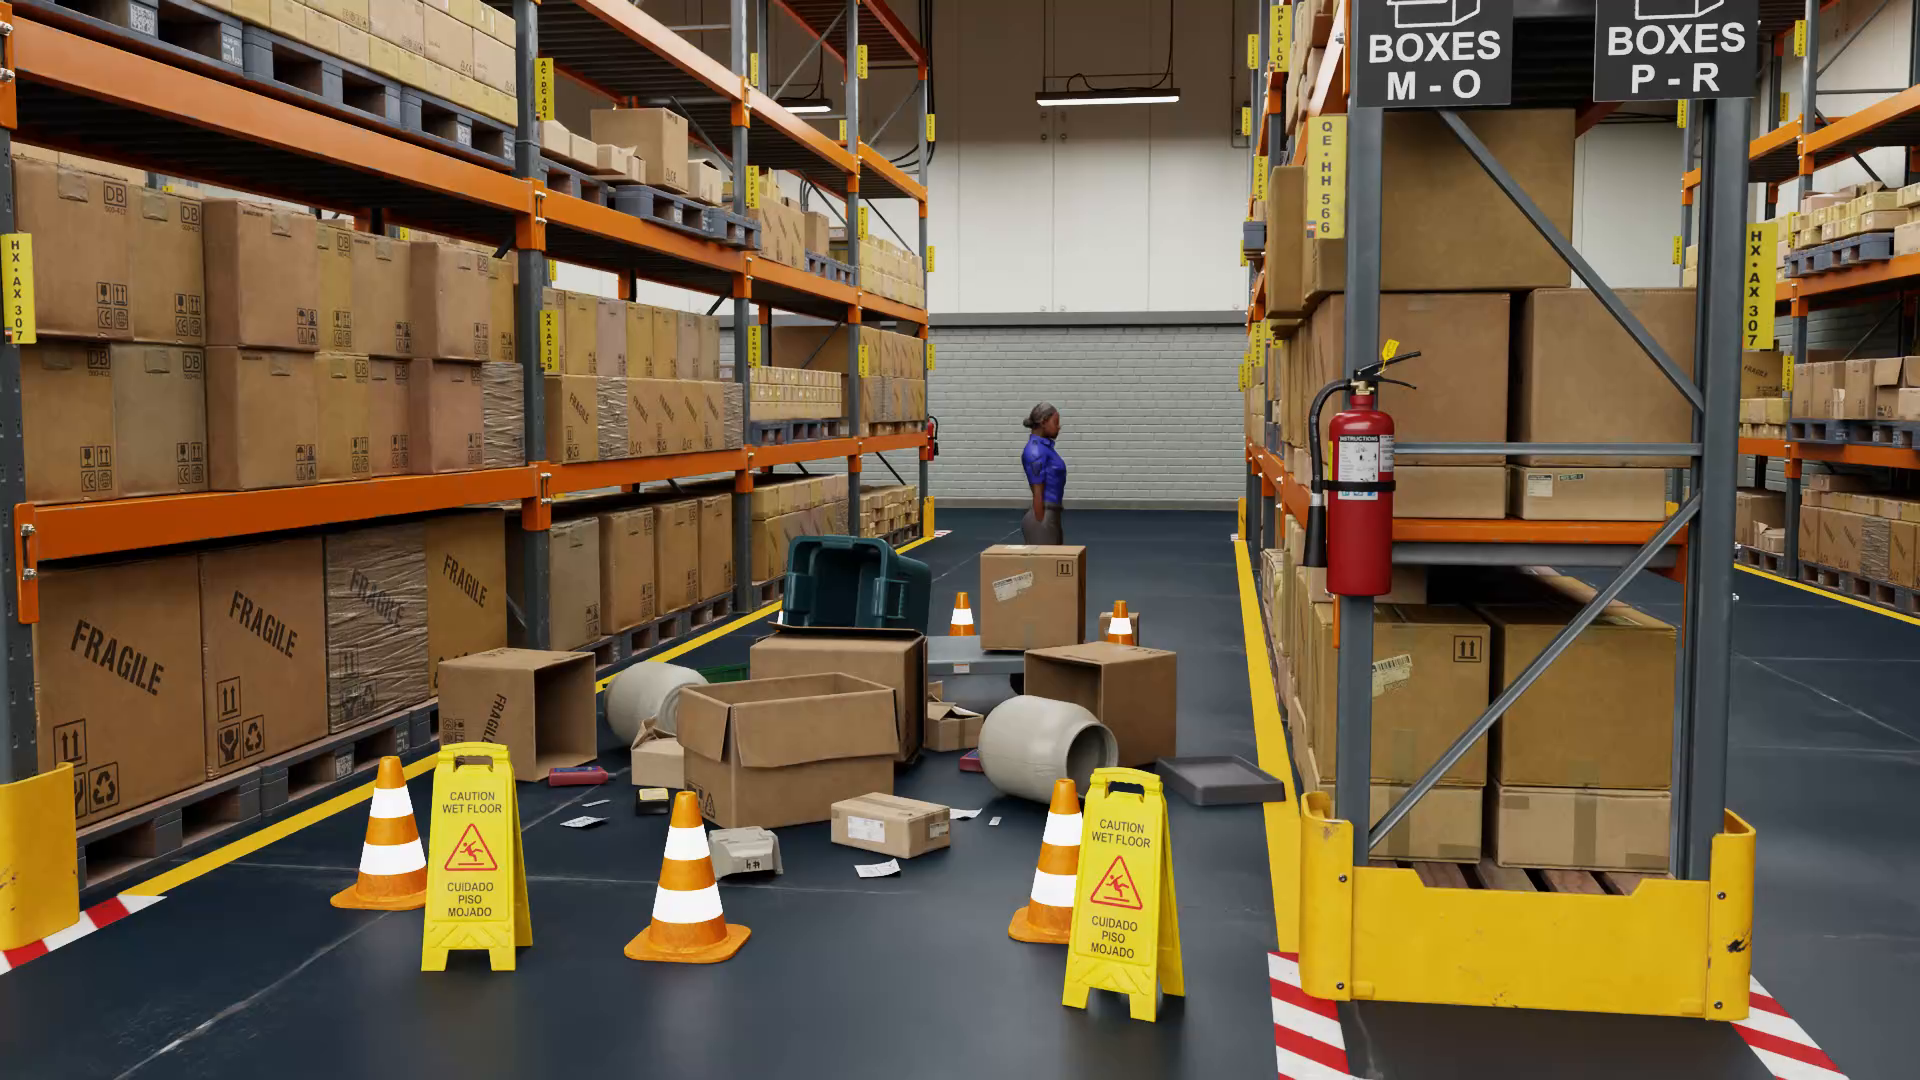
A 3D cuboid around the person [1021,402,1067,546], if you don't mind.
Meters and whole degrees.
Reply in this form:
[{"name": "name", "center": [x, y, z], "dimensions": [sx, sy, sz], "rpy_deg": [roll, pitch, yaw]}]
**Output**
[{"name": "person", "center": [0.560, -0.085, 11.029], "dimensions": [0.299, 1.656, 0.438], "rpy_deg": [1, 5, 10]}]
